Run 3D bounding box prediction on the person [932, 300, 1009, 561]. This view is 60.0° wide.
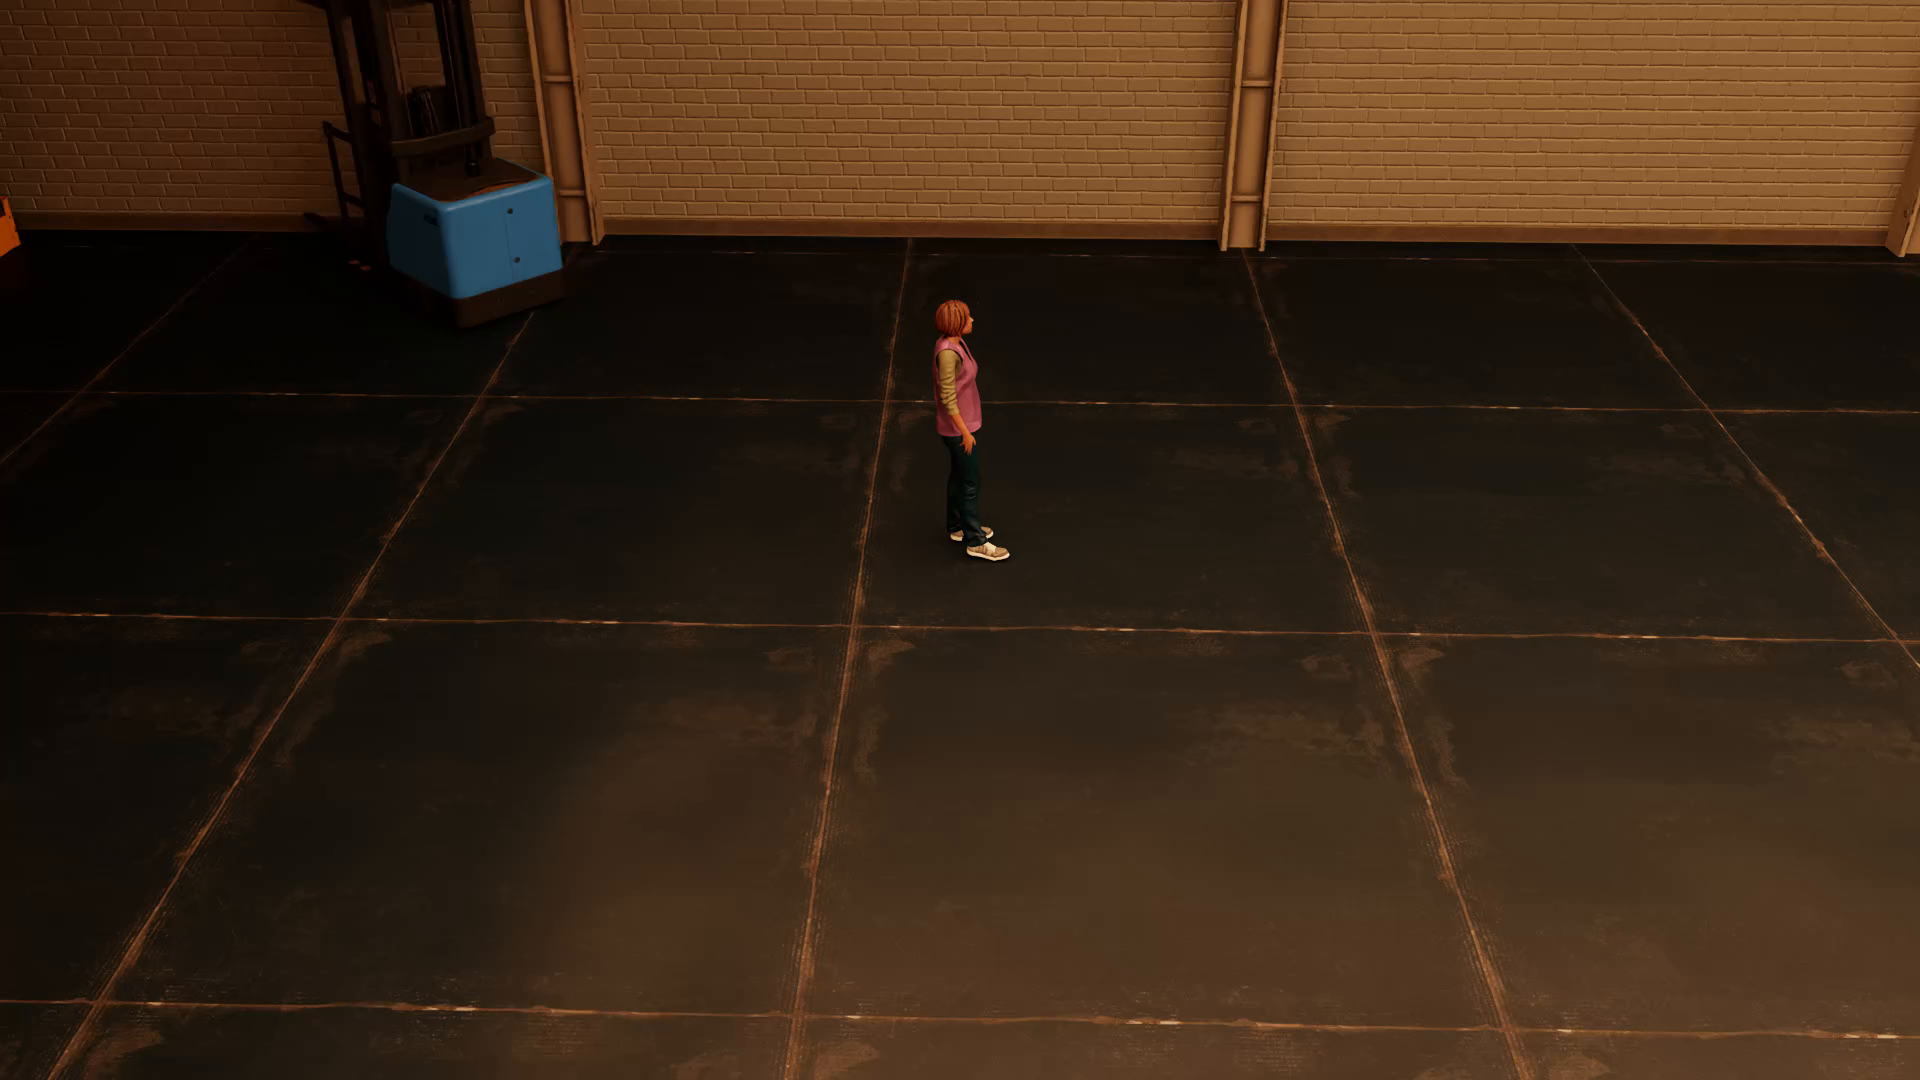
[{"bbox_3d":[0.074,-0.686,10.076,0.473,1.599,0.520,1,31,1],"label":"person"}]

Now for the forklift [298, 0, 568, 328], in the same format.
[{"bbox_3d":[-4.653,-3.599,13.717,1.130,2.935,3.031,-27,40,-37],"label":"forklift"}]
